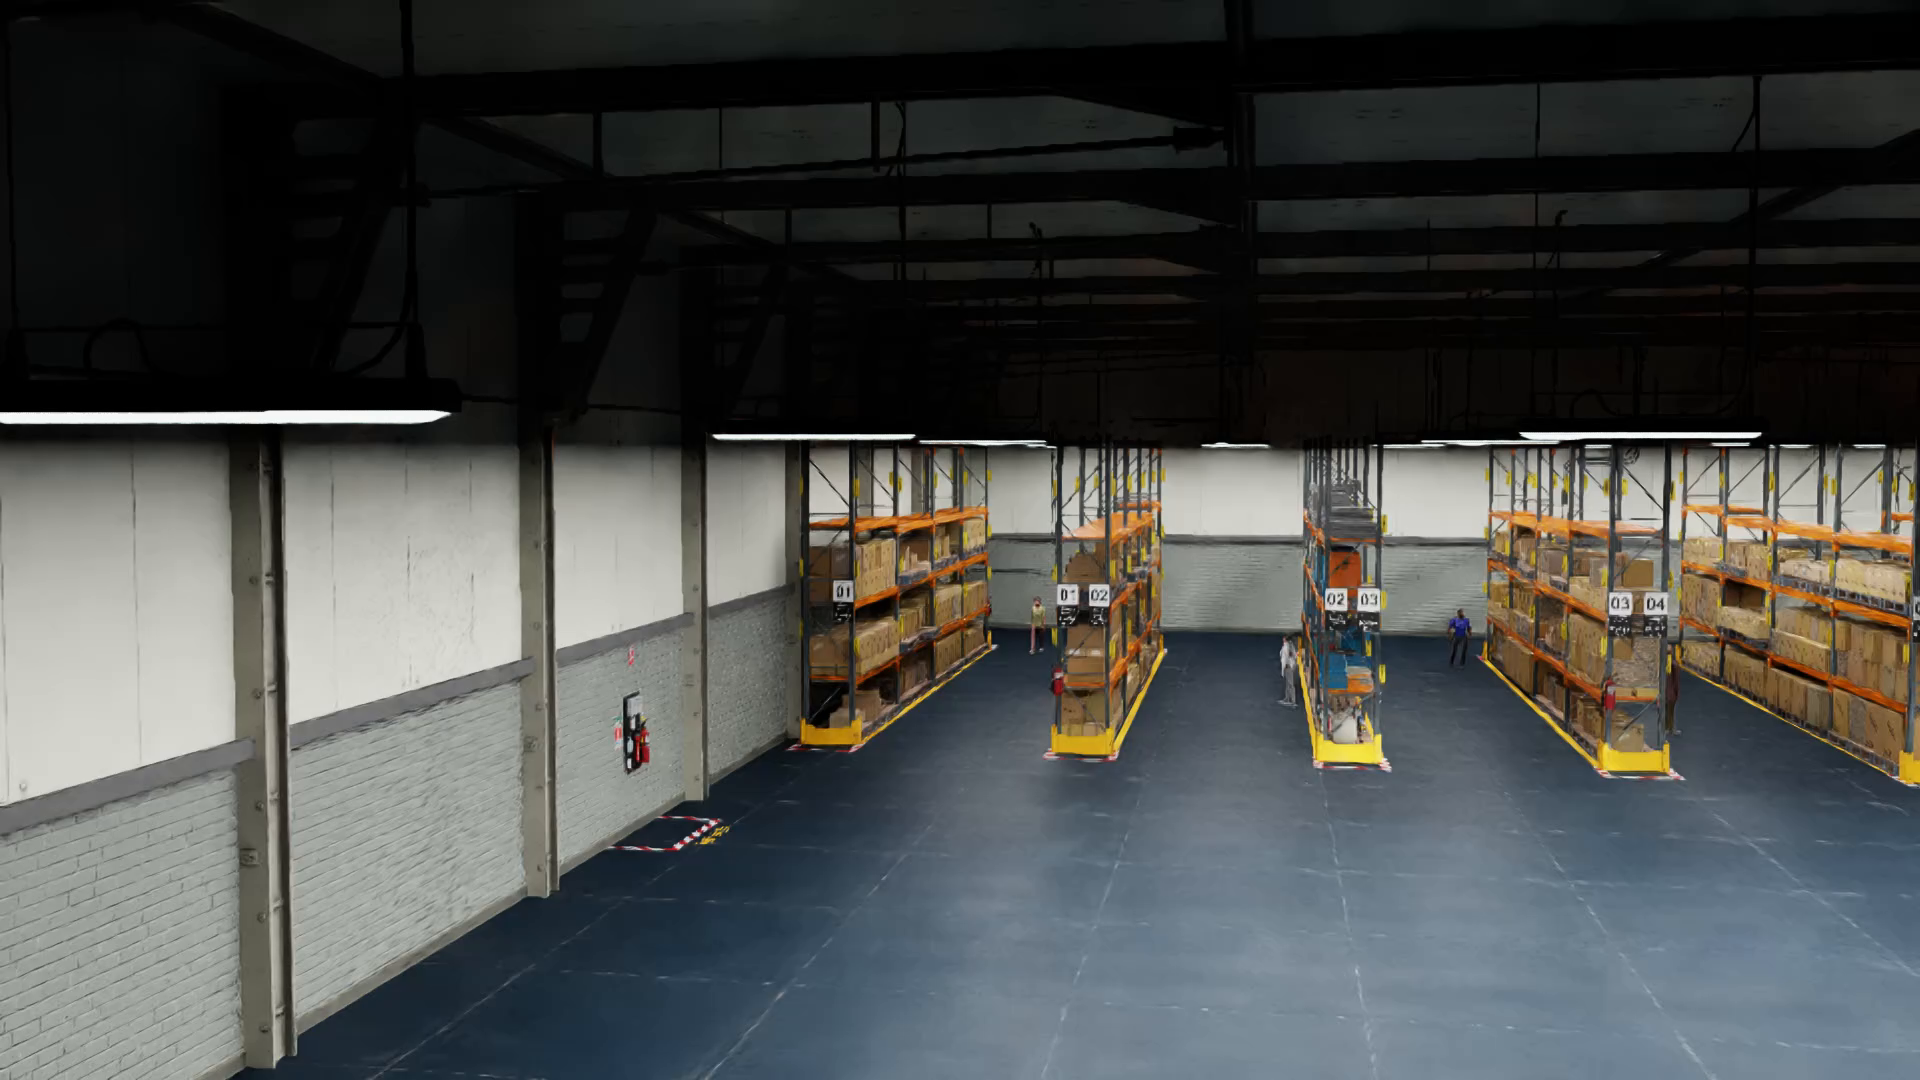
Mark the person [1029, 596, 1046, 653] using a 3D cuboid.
[{"bbox_3d":[2.199,2.375,46.828,0.447,1.589,1.096,0,3,9],"label":"person"}]

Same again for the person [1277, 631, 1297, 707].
[{"bbox_3d":[7.311,2.865,37.151,0.522,1.668,0.564,2,4,29],"label":"person"}]

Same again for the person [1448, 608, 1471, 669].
[{"bbox_3d":[13.063,2.577,43.501,0.592,1.604,0.512,0,3,8],"label":"person"}]

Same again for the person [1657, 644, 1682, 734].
[{"bbox_3d":[14.347,2.996,33.621,0.504,1.788,0.640,-1,3,-19],"label":"person"}]
